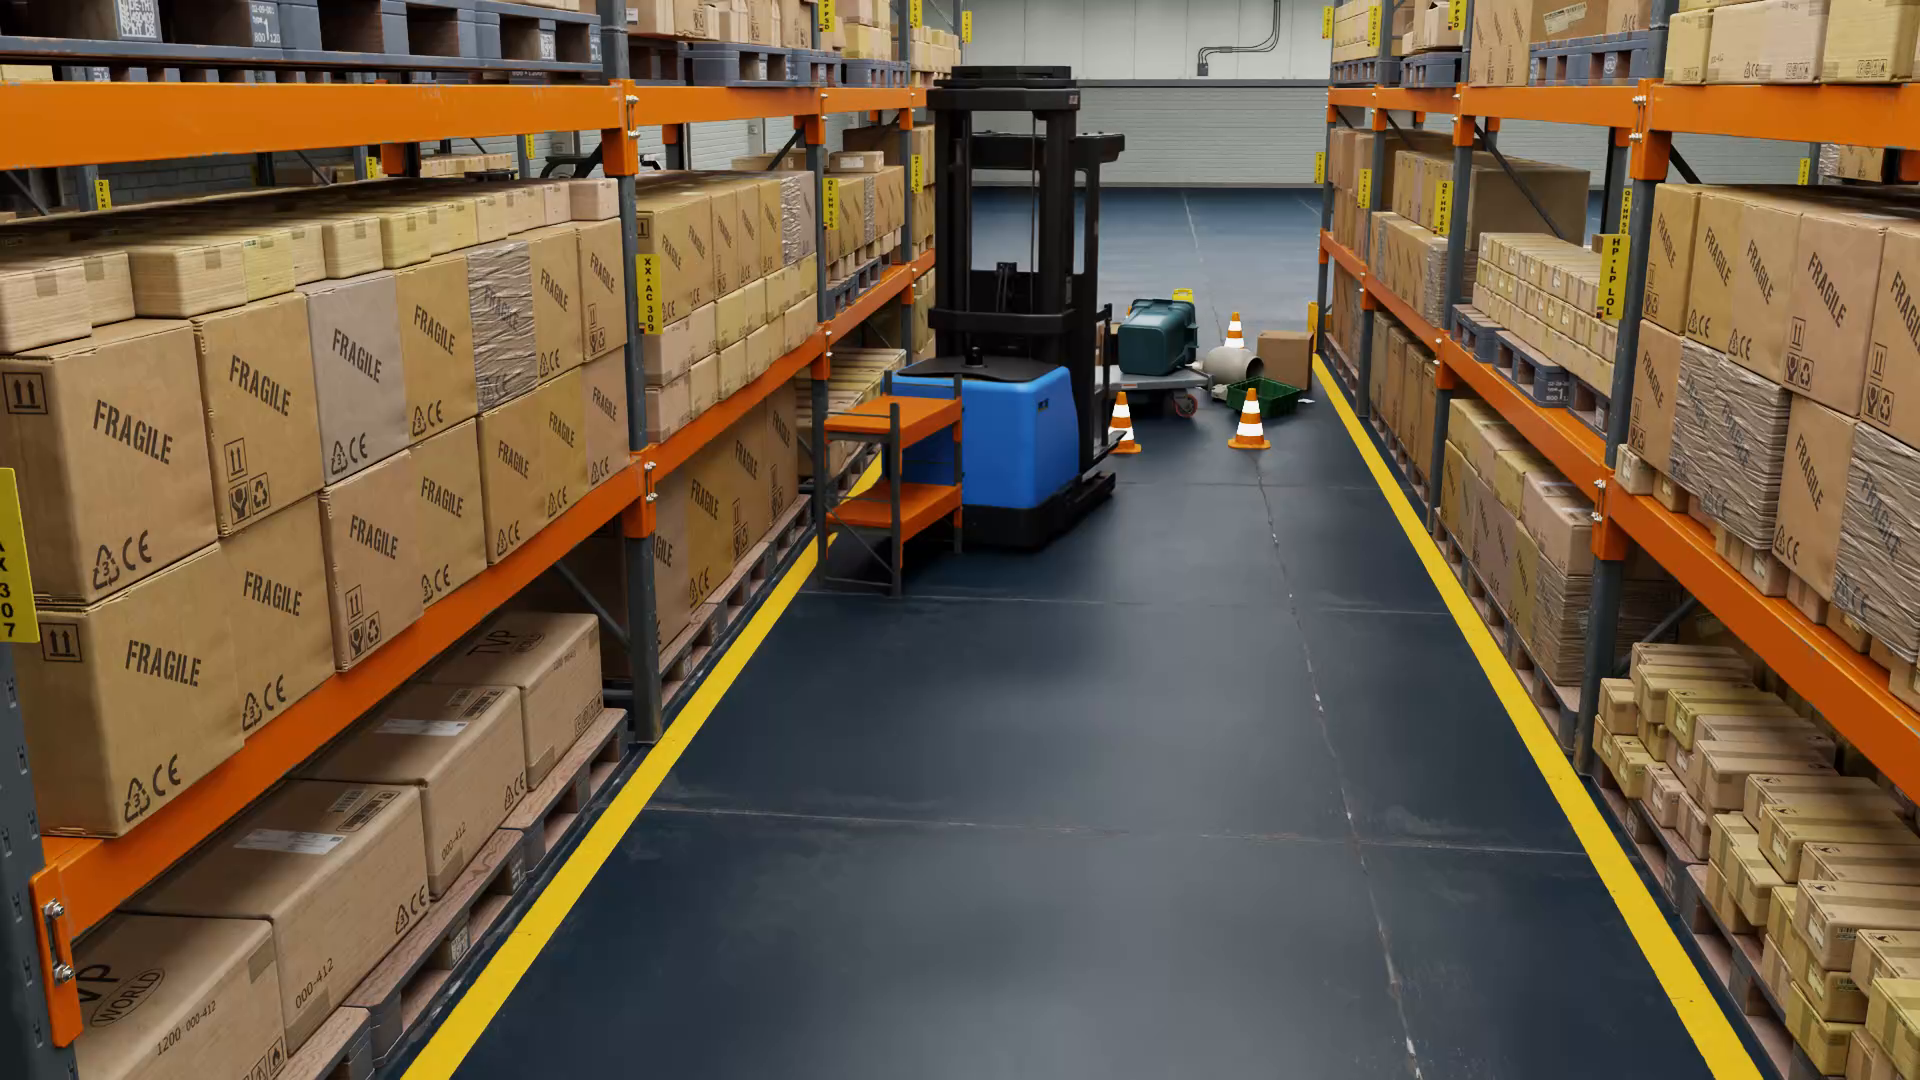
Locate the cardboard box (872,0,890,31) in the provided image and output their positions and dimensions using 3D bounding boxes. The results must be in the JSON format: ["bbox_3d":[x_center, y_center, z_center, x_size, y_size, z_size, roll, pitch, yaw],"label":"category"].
[{"bbox_3d":[-0.866,-4.311,13.637,0.500,0.250,0.500,2,15,8],"label":"cardboard box"}]

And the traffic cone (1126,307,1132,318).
[{"bbox_3d":[1.899,-2.364,18.519,0.336,0.463,0.334,2,15,6],"label":"traffic cone"}]

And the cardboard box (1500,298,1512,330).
[{"bbox_3d":[3.211,-1.250,9.215,0.380,0.149,0.250,2,15,9],"label":"cardboard box"}]

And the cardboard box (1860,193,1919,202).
[{"bbox_3d":[3.263,-0.861,5.424,0.500,0.500,0.500,1,15,4],"label":"cardboard box"}]

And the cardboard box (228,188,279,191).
[{"bbox_3d":[-6.194,-2.999,14.573,0.380,0.149,0.250,1,15,4],"label":"cardboard box"}]

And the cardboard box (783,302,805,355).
[{"bbox_3d":[-1.219,-1.264,9.876,0.500,0.250,0.500,2,15,7],"label":"cardboard box"}]

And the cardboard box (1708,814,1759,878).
[{"bbox_3d":[2.631,1.000,5.303,0.380,0.149,0.250,2,15,6],"label":"cardboard box"}]

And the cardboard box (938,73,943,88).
[{"bbox_3d":[-0.367,-4.509,16.326,0.380,0.149,0.250,2,15,6],"label":"cardboard box"}]

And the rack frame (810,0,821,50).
[{"bbox_3d":[-1.378,-4.504,10.079,1.000,3.000,0.127,2,15,6],"label":"rack frame"}]

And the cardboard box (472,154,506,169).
[{"bbox_3d":[-5.236,-4.169,18.329,0.380,0.149,0.250,2,15,6],"label":"cardboard box"}]

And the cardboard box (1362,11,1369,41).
[{"bbox_3d":[3.861,-4.562,14.763,0.500,0.250,0.500,2,15,6],"label":"cardboard box"}]

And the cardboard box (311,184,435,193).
[{"bbox_3d":[-2.123,-1.206,6.025,0.380,0.149,0.250,2,15,6],"label":"cardboard box"}]

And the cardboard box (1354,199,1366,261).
[{"bbox_3d":[4.072,-2.837,15.122,0.875,0.550,0.550,2,15,6],"label":"cardboard box"}]

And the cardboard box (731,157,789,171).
[{"bbox_3d":[-1.474,-2.748,12.270,0.380,0.149,0.250,1,15,4],"label":"cardboard box"}]

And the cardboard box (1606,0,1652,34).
[{"bbox_3d":[3.405,-2.548,7.590,0.797,0.503,0.637,1,15,6],"label":"cardboard box"}]

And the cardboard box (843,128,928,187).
[{"bbox_3d":[-0.662,-3.428,14.914,0.700,0.500,0.500,2,15,6],"label":"cardboard box"}]

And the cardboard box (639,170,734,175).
[{"bbox_3d":[-1.677,-2.018,10.272,0.500,0.500,0.500,1,15,4],"label":"cardboard box"}]

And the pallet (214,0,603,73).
[{"bbox_3d":[-1.932,-1.764,5.862,1.003,0.211,1.213,2,15,6],"label":"pallet"}]

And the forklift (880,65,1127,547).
[{"bbox_3d":[0.468,-1.713,11.381,1.130,2.935,3.031,5,16,19],"label":"forklift"}]

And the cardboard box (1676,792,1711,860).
[{"bbox_3d":[2.755,1.010,5.838,0.380,0.149,0.250,1,15,5],"label":"cardboard box"}]

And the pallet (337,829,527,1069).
[{"bbox_3d":[-2.128,1.288,5.495,1.003,0.211,1.213,2,15,6],"label":"pallet"}]

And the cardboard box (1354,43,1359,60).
[{"bbox_3d":[3.868,-4.538,15.436,0.380,0.149,0.250,2,15,6],"label":"cardboard box"}]

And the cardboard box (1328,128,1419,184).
[{"bbox_3d":[4.374,-4.062,17.581,0.875,0.550,0.550,2,15,6],"label":"cardboard box"}]

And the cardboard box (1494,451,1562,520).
[{"bbox_3d":[3.050,-0.280,8.498,0.500,0.250,0.500,1,15,4],"label":"cardboard box"}]

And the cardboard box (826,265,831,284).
[{"bbox_3d":[-1.091,-1.840,11.399,0.380,0.149,0.250,1,15,3],"label":"cardboard box"}]

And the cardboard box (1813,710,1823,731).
[{"bbox_3d":[3.308,0.668,5.964,0.380,0.149,0.250,2,15,6],"label":"cardboard box"}]

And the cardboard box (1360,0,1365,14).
[{"bbox_3d":[3.841,-4.855,15.083,0.380,0.149,0.250,2,15,6],"label":"cardboard box"}]

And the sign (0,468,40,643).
[{"bbox_3d":[-1.730,0.029,2.999,0.100,0.325,0.005,2,15,6],"label":"sign"}]

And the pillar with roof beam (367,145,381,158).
[{"bbox_3d":[-2.104,-6.443,17.251,9.100,9.000,0.400,2,15,6],"label":"pillar with roof beam"}]

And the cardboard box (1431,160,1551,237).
[{"bbox_3d":[3.724,-2.400,11.683,0.700,0.500,0.500,1,15,5],"label":"cardboard box"}]

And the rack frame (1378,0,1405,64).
[{"bbox_3d":[4.003,-5.422,13.473,1.000,3.000,0.127,2,15,6],"label":"rack frame"}]

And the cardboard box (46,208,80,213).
[{"bbox_3d":[-6.467,-2.341,12.140,0.380,0.149,0.250,2,15,6],"label":"cardboard box"}]

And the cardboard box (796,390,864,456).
[{"bbox_3d":[-1.229,-0.880,12.399,0.950,0.372,0.625,1,15,5],"label":"cardboard box"}]

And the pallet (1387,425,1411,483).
[{"bbox_3d":[3.856,-0.660,12.698,1.003,0.211,1.213,2,15,6],"label":"pallet"}]

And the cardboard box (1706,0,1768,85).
[{"bbox_3d":[2.738,-1.584,5.314,0.500,0.250,0.500,1,15,5],"label":"cardboard box"}]

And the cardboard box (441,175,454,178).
[{"bbox_3d":[-5.368,-3.627,16.896,0.380,0.149,0.250,1,15,5],"label":"cardboard box"}]

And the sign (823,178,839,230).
[{"bbox_3d":[-0.826,-2.151,10.653,0.100,0.325,0.005,2,15,6],"label":"sign"}]

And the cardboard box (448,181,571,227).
[{"bbox_3d":[-1.686,-1.260,6.226,0.380,0.149,0.250,2,15,8],"label":"cardboard box"}]

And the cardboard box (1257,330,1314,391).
[{"bbox_3d":[3.158,-1.753,16.183,0.500,0.500,0.500,4,16,16],"label":"cardboard box"}]

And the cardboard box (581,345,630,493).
[{"bbox_3d":[-1.628,-0.491,6.539,0.500,0.500,0.500,2,15,7],"label":"cardboard box"}]

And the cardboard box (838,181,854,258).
[{"bbox_3d":[-1.046,-2.248,11.662,0.500,0.500,0.500,2,15,9],"label":"cardboard box"}]

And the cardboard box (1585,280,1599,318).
[{"bbox_3d":[3.012,-1.066,7.395,0.380,0.149,0.250,1,15,4],"label":"cardboard box"}]

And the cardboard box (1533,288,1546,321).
[{"bbox_3d":[3.127,-1.190,8.422,0.380,0.149,0.250,2,15,8],"label":"cardboard box"}]

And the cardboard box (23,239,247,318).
[{"bbox_3d":[-1.864,-0.595,3.767,0.380,0.149,0.250,2,15,8],"label":"cardboard box"}]

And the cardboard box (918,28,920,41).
[{"bbox_3d":[-0.567,-4.497,14.755,0.380,0.149,0.250,2,15,8],"label":"cardboard box"}]

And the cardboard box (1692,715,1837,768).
[{"bbox_3d":[2.779,0.724,5.756,0.380,0.149,0.250,1,15,5],"label":"cardboard box"}]

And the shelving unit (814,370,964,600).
[{"bbox_3d":[-0.400,-0.353,9.812,0.538,1.125,1.048,5,16,19],"label":"shelving unit"}]

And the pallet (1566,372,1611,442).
[{"bbox_3d":[3.331,-0.552,7.325,1.003,0.211,1.213,2,15,6],"label":"pallet"}]

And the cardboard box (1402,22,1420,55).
[{"bbox_3d":[3.687,-4.011,13.262,0.258,0.266,0.396,1,15,5],"label":"cardboard box"}]

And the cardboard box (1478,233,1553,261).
[{"bbox_3d":[3.307,-1.742,9.893,0.380,0.149,0.250,2,15,6],"label":"cardboard box"}]

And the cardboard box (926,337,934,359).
[{"bbox_3d":[-0.543,-1.805,16.052,0.500,0.250,0.500,3,15,9],"label":"cardboard box"}]

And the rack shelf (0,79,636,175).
[{"bbox_3d":[-2.055,-1.152,4.809,1.077,0.370,4.000,2,15,6],"label":"rack shelf"}]

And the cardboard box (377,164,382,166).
[{"bbox_3d":[-5.569,-3.506,15.879,0.380,0.149,0.250,1,15,5],"label":"cardboard box"}]

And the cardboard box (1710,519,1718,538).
[{"bbox_3d":[2.774,-0.056,5.602,0.380,0.149,0.250,1,15,4],"label":"cardboard box"}]

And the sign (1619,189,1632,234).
[{"bbox_3d":[4.092,-1.995,10.229,0.100,0.325,0.005,2,15,6],"label":"sign"}]

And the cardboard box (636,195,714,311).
[{"bbox_3d":[-1.464,-1.340,7.763,0.500,0.500,0.500,2,15,6],"label":"cardboard box"}]

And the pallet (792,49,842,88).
[{"bbox_3d":[-1.398,-2.796,9.872,1.213,0.211,1.003,2,15,9],"label":"pallet"}]
